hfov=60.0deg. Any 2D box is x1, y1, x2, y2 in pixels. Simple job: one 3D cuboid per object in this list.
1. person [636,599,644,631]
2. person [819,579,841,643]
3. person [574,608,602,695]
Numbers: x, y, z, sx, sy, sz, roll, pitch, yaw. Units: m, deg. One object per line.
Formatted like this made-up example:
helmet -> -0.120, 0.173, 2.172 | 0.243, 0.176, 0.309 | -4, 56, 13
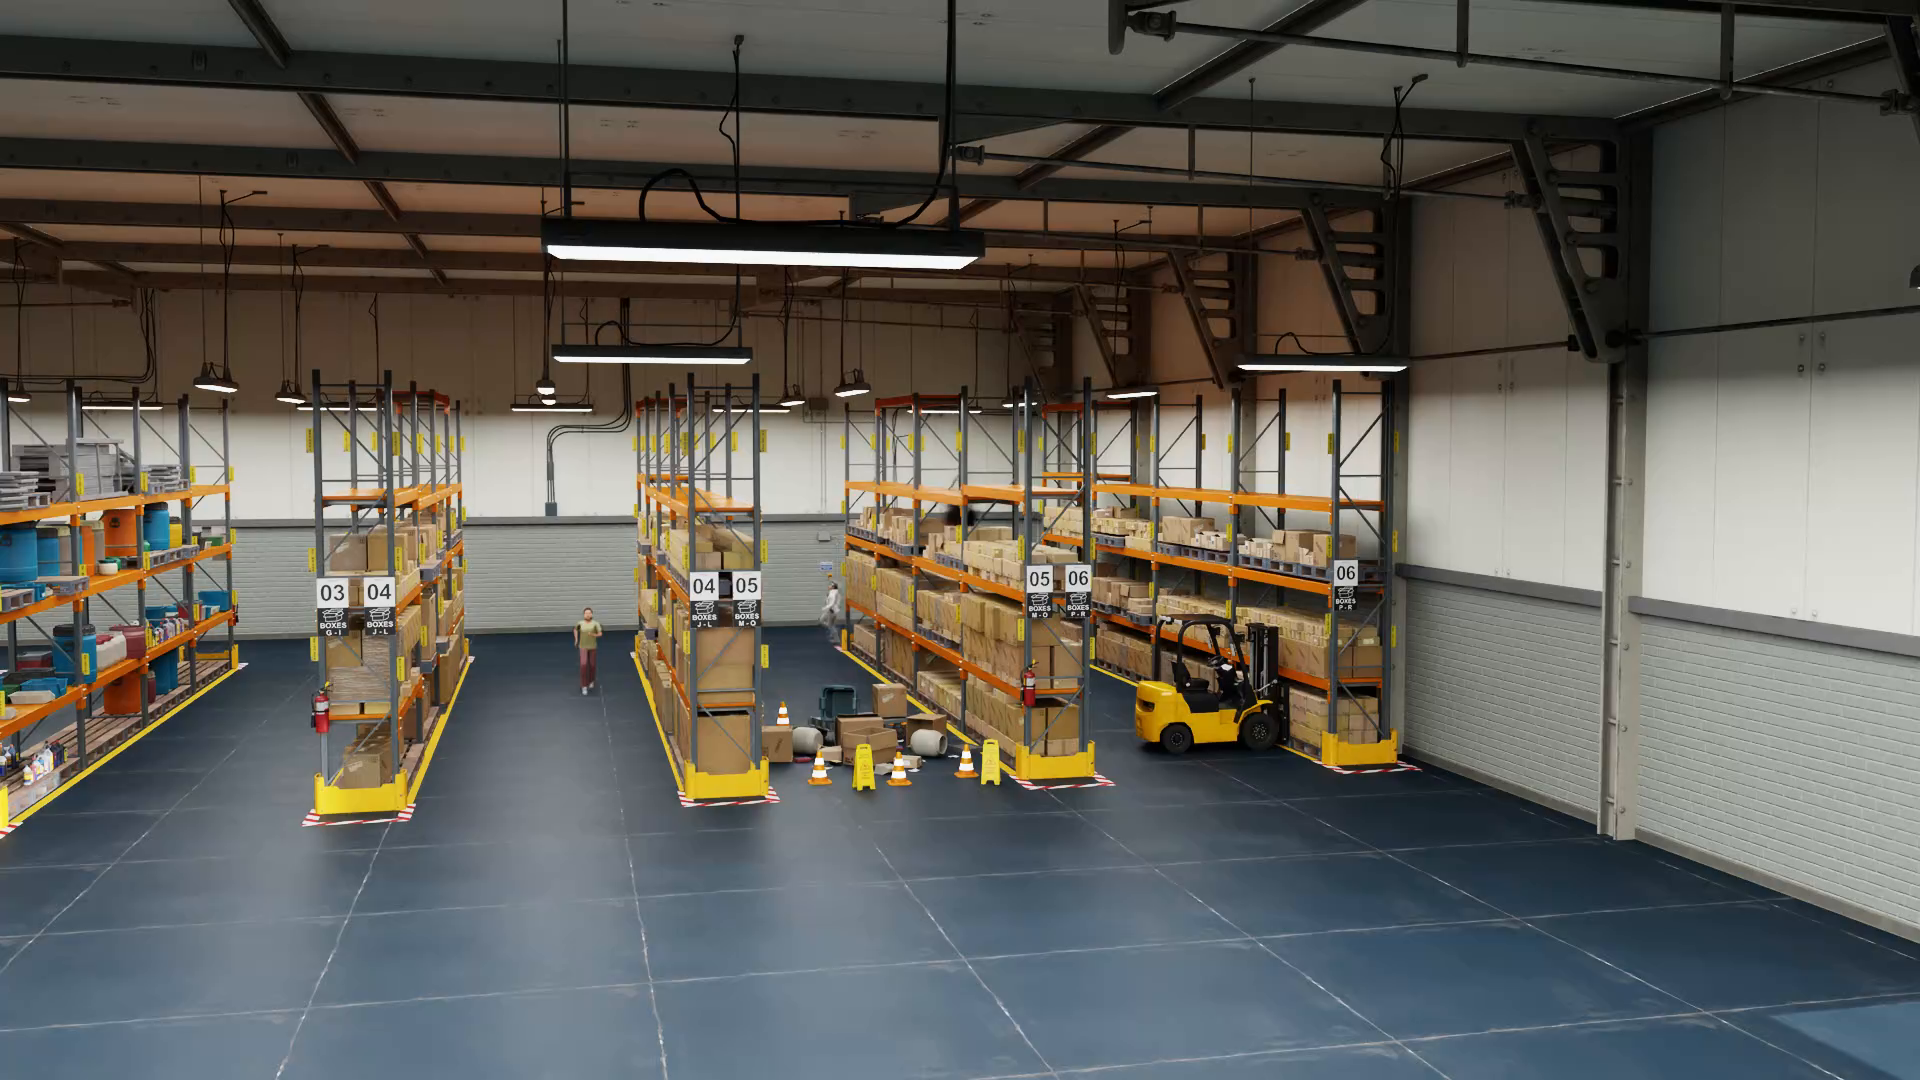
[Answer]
person -> -7.448, 1.806, 40.303 | 0.813, 1.781, 0.653 | -2, 4, -27
person -> -3.250, 1.780, 41.620 | 0.561, 1.620, 0.622 | 0, 3, -5
person -> -7.497, 2.216, 33.553 | 0.554, 1.710, 0.840 | -1, 3, -14
